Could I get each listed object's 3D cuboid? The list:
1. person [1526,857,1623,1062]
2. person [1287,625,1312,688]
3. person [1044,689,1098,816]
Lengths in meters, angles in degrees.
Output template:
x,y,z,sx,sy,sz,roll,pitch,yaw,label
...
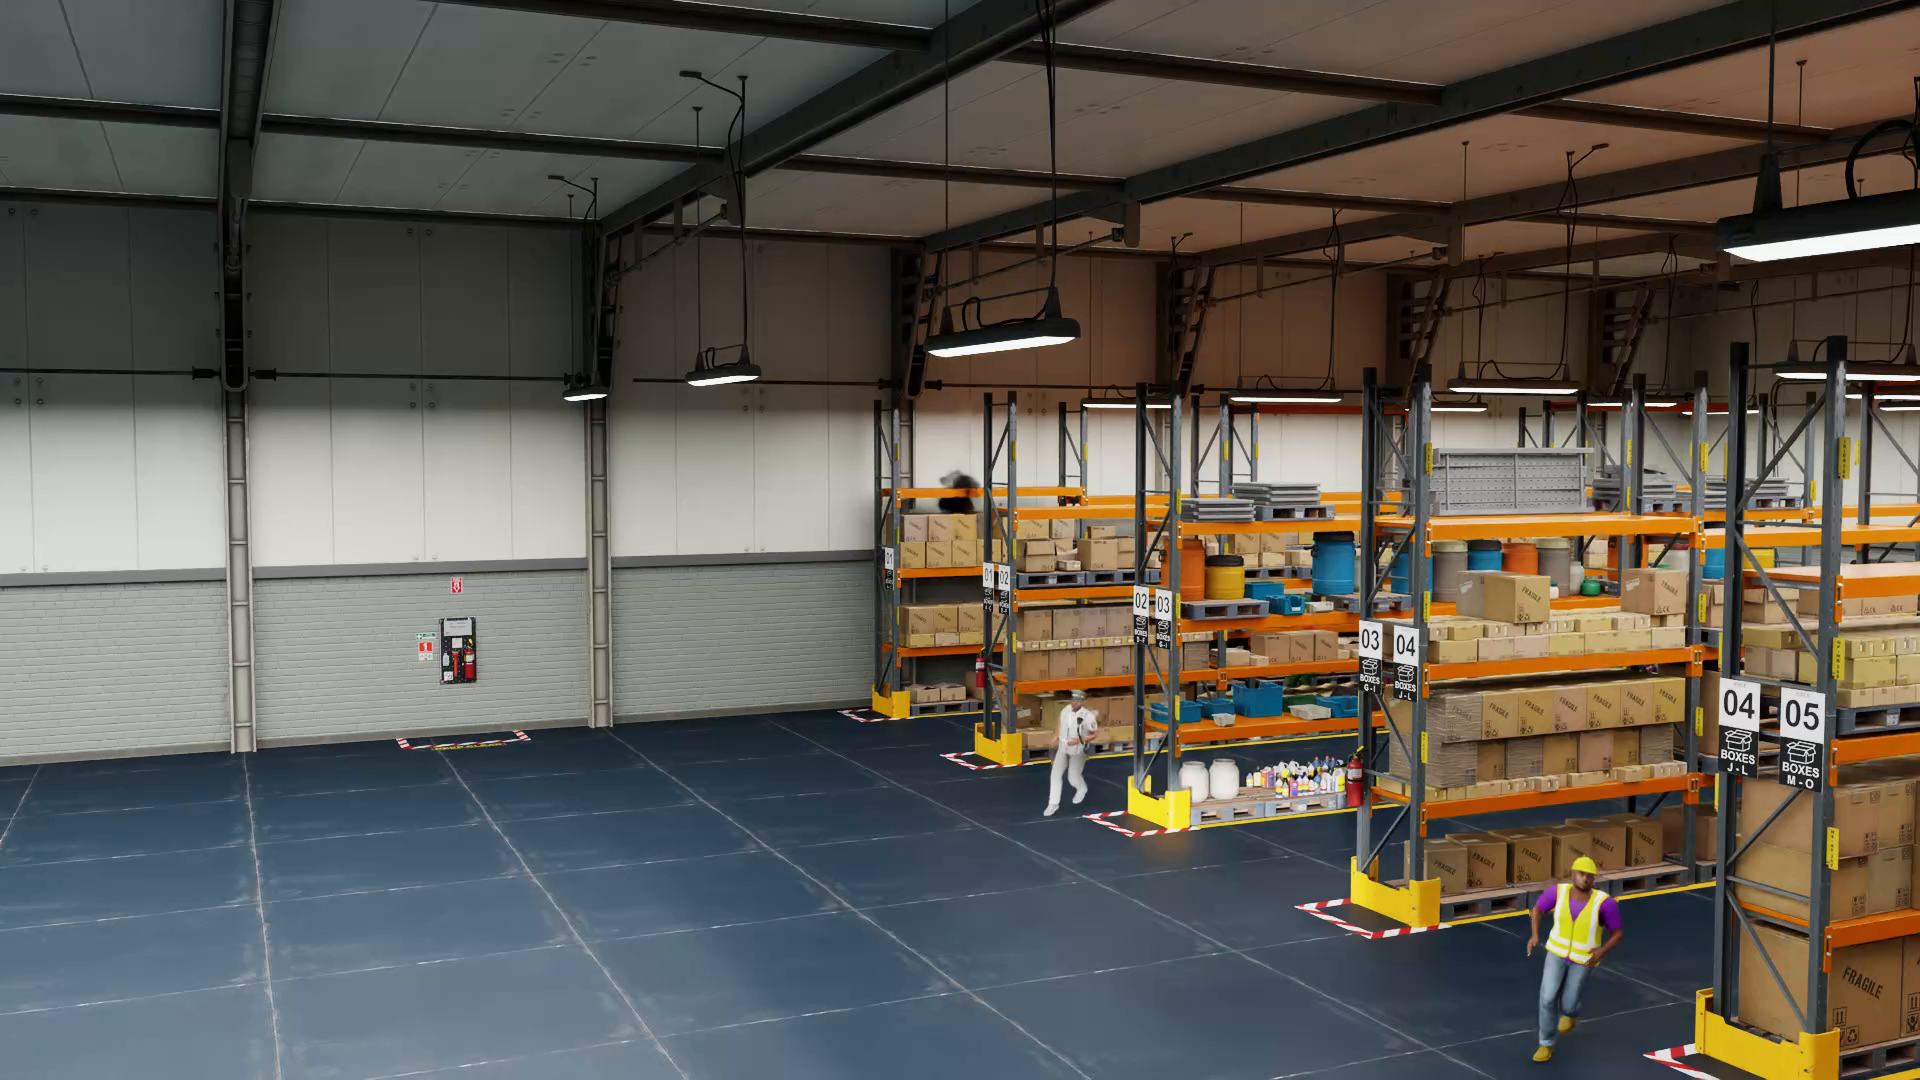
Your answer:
x,y,z,sx,sy,sz,roll,pitch,yaw,label
5.176,3.499,14.012,0.748,1.713,0.739,2,4,32,person
6.514,2.434,31.709,0.603,1.739,0.664,-2,4,-28,person
1.618,2.945,23.296,0.699,1.759,0.928,2,4,31,person
